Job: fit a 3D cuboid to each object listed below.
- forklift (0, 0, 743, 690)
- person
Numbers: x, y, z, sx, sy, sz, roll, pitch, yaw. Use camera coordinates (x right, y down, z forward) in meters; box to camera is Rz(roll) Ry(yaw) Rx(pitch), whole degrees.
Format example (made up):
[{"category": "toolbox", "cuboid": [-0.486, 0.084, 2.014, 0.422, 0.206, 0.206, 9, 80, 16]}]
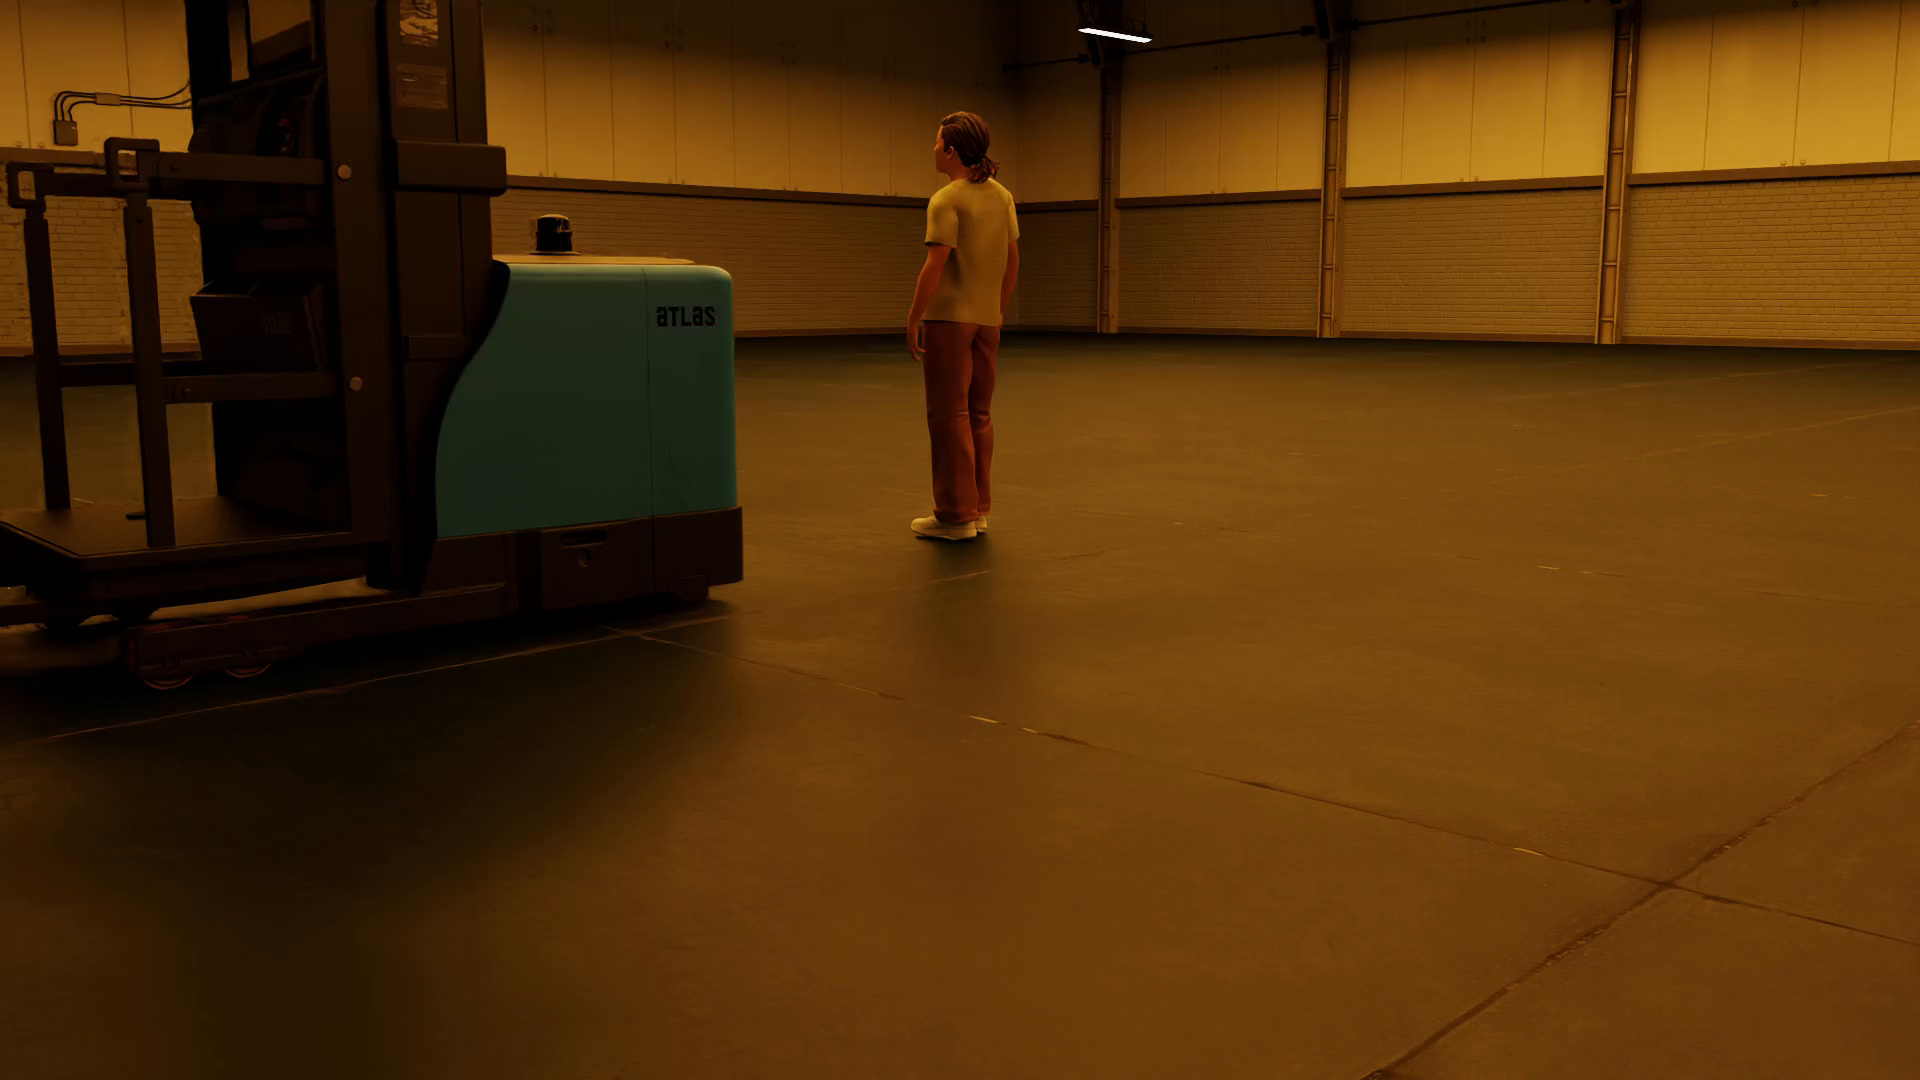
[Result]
[{"category": "forklift", "cuboid": [-2.140, -1.158, 4.561, 3.031, 2.935, 1.130, -8, 11, -41]}, {"category": "person", "cuboid": [-0.045, -0.845, 6.651, 0.548, 1.674, 0.552, 8, 12, 43]}]
